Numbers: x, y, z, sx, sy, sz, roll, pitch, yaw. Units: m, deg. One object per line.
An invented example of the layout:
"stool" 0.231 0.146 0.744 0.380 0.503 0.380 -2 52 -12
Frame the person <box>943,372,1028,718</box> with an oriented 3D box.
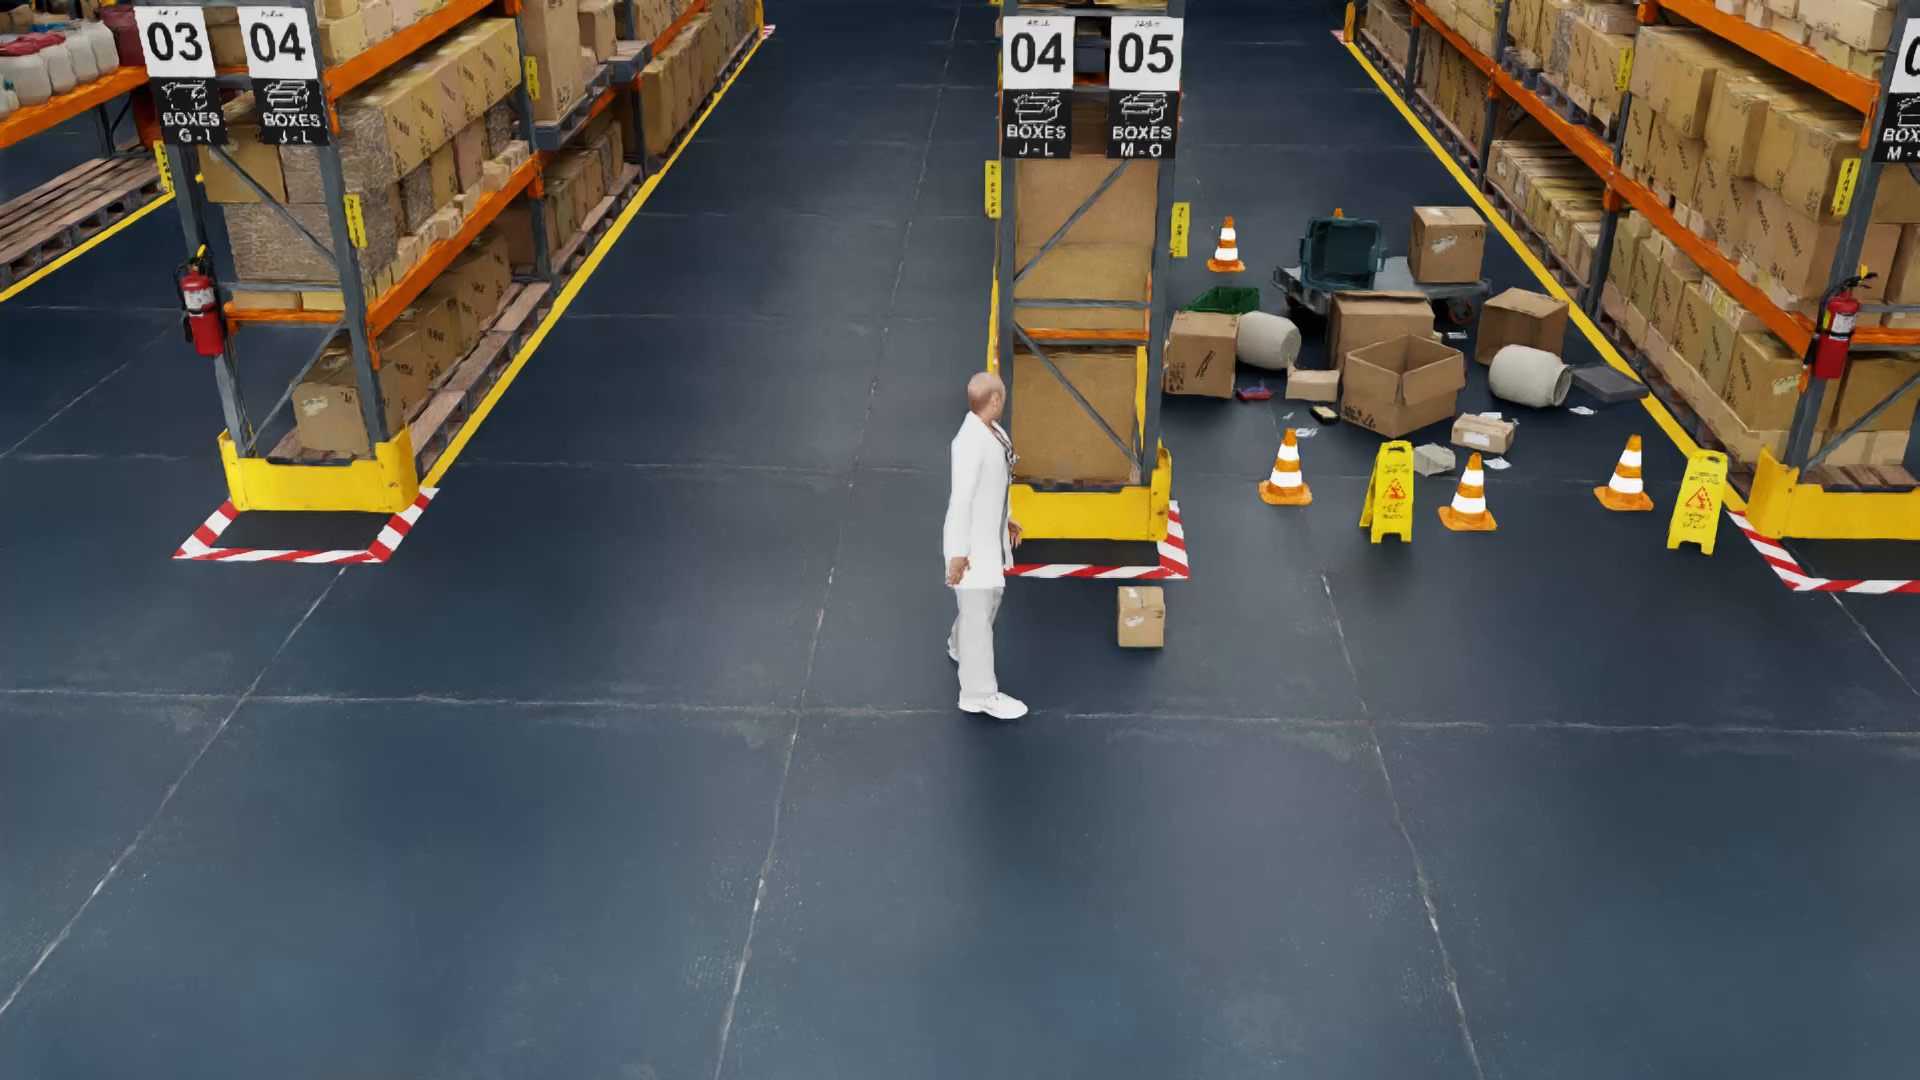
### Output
"person" 0.156 0.013 8.653 0.612 1.774 0.687 9 29 17
